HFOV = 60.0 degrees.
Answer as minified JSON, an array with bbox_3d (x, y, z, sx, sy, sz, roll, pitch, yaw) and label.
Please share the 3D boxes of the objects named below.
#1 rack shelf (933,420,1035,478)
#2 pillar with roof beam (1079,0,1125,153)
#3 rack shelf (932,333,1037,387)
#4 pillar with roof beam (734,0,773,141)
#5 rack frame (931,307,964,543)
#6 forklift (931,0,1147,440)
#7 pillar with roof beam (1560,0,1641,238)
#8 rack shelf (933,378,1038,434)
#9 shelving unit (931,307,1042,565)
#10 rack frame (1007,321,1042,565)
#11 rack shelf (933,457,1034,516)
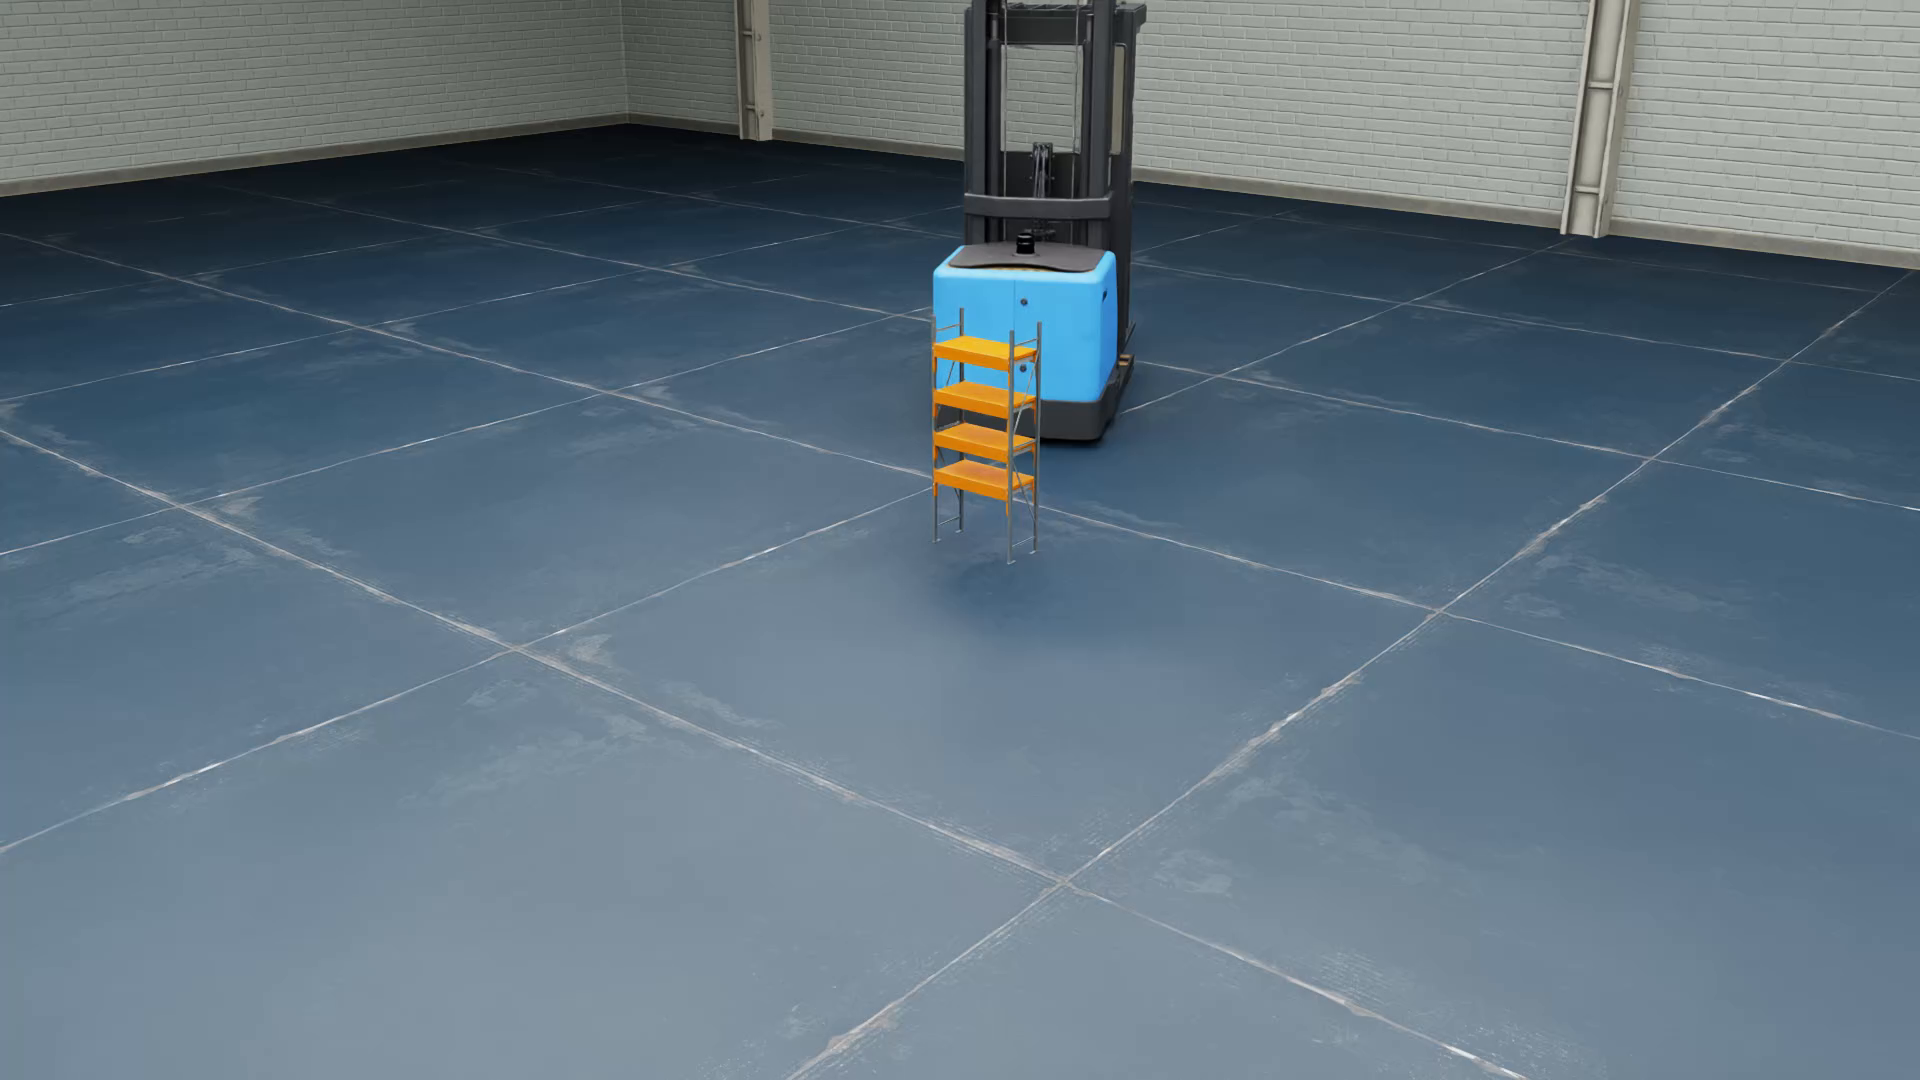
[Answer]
[{"bbox_3d":[0.128,-0.462,8.382,0.480,0.148,0.258,16,26,36],"label":"rack shelf"},{"bbox_3d":[-1.011,-7.491,15.780,0.400,9.000,9.100,16,26,36],"label":"pillar with roof beam"},{"bbox_3d":[0.128,-0.892,8.220,0.480,0.148,0.258,16,26,36],"label":"rack shelf"},{"bbox_3d":[-5.659,-8.830,19.330,0.400,9.000,9.100,16,26,36],"label":"pillar with roof beam"},{"bbox_3d":[-0.061,-0.579,8.503,0.015,1.200,0.240,16,26,36],"label":"rack frame"},{"bbox_3d":[0.617,-2.460,11.039,1.130,2.935,3.031,4,21,11],"label":"forklift"},{"bbox_3d":[3.638,-6.153,12.230,0.400,9.000,9.100,16,26,36],"label":"pillar with roof beam"},{"bbox_3d":[0.128,-0.671,8.303,0.480,0.148,0.258,16,26,36],"label":"rack shelf"},{"bbox_3d":[0.128,-0.524,8.359,0.503,1.200,0.258,16,26,36],"label":"shelving unit"},{"bbox_3d":[0.317,-0.470,8.214,0.015,1.200,0.240,16,26,36],"label":"rack frame"},{"bbox_3d":[0.128,-0.276,8.452,0.480,0.148,0.258,16,26,36],"label":"rack shelf"}]
